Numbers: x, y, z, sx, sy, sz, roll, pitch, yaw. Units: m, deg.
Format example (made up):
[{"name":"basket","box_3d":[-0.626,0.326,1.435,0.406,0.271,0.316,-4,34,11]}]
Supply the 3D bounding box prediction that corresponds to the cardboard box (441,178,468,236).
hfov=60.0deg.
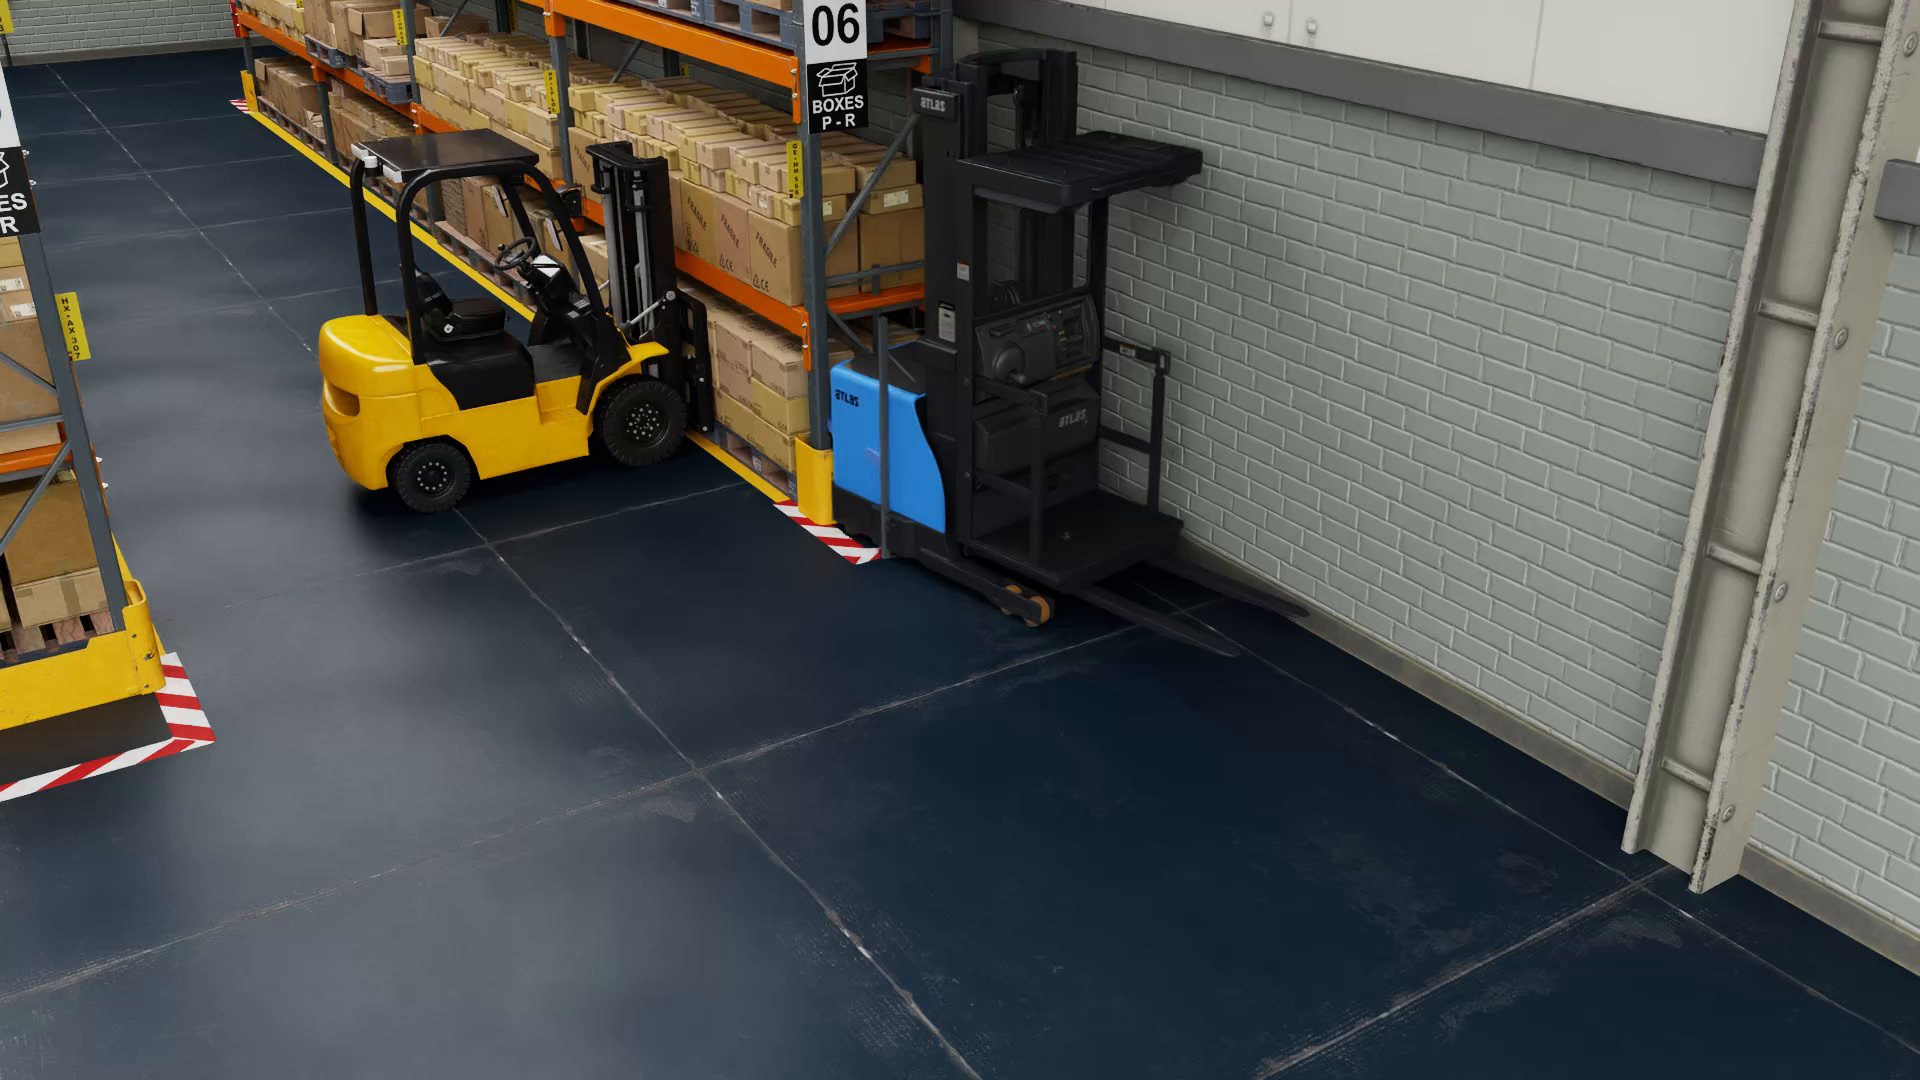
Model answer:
[{"name":"cardboard box","box_3d":[-4.530,-3.396,16.220,0.875,0.625,0.625,-15,29,-28]}]

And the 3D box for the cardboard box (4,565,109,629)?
[{"name":"cardboard box","box_3d":[-4.857,0.214,9.012,0.500,0.250,0.500,-16,30,-30]}]

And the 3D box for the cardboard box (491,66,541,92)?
[{"name":"cardboard box","box_3d":[-3.770,-3.935,14.194,0.380,0.149,0.250,-15,29,-29]}]

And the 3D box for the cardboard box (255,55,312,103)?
[{"name":"cardboard box","box_3d":[-8.972,-6.188,22.276,0.797,0.503,0.637,-17,30,-32]}]

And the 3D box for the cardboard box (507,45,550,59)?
[{"name":"cardboard box","box_3d":[-3.915,-4.418,15.218,0.380,0.149,0.250,-16,29,-30]}]

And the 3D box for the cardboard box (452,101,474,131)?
[{"name":"cardboard box","box_3d":[-4.264,-3.859,15.086,0.500,0.250,0.500,-17,30,-31]}]

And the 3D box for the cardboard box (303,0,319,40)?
[{"name":"cardboard box","box_3d":[-6.966,-5.947,18.724,0.700,0.500,0.500,-15,29,-28]}]

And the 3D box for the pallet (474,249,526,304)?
[{"name":"pallet","box_3d":[-3.781,-2.506,15.310,1.003,0.211,1.213,-16,29,-30]}]

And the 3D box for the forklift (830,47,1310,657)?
[{"name":"forklift","box_3d":[0.586,-1.094,9.135,1.130,2.935,3.031,-22,33,-39]}]

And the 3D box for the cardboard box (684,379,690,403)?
[{"name":"cardboard box","box_3d":[-1.845,-1.227,12.065,0.500,0.250,0.500,-15,29,-28]}]

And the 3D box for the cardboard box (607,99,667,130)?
[{"name":"cardboard box","box_3d":[-2.330,-3.088,12.051,0.380,0.149,0.250,-15,29,-28]}]

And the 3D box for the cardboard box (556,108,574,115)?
[{"name":"cardboard box","box_3d":[-3.048,-3.484,13.240,0.380,0.149,0.250,-14,29,-28]}]

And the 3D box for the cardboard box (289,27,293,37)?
[{"name":"cardboard box","box_3d":[-7.871,-6.154,20.066,0.380,0.149,0.250,-15,29,-28]}]

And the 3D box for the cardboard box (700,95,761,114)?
[{"name":"cardboard box","box_3d":[-1.676,-3.141,12.165,0.380,0.149,0.250,-16,30,-30]}]

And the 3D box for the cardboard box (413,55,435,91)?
[{"name":"cardboard box","box_3d":[-4.843,-4.443,15.738,0.500,0.250,0.500,-16,29,-30]}]

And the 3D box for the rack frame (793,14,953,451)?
[{"name":"rack frame","box_3d":[-0.492,-1.645,10.220,1.000,3.000,0.127,-16,29,-30]}]

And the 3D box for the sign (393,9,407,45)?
[{"name":"sign","box_3d":[-5.309,-4.864,15.776,0.100,0.325,0.005,-16,29,-30]}]

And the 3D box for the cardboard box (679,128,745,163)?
[{"name":"cardboard box","box_3d":[-1.645,-2.630,11.082,0.380,0.149,0.250,-15,29,-29]}]

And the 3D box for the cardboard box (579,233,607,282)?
[{"name":"cardboard box","box_3d":[-2.674,-2.228,13.013,0.500,0.250,0.500,-16,30,-30]}]

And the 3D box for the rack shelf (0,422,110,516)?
[{"name":"rack shelf","box_3d":[-5.741,-0.877,9.436,1.077,0.370,4.000,-16,29,-30]}]

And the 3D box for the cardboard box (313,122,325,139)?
[{"name":"cardboard box","box_3d":[-7.593,-4.968,20.108,0.380,0.149,0.250,-17,30,-31]}]

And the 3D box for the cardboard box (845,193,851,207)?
[{"name":"cardboard box","box_3d":[-0.648,-2.238,10.601,0.380,0.149,0.250,-16,29,-30]}]

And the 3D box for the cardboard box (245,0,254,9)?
[{"name":"cardboard box","box_3d":[-8.929,-7.029,21.453,0.500,0.250,0.500,-15,29,-29]}]

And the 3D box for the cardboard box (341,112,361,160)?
[{"name":"cardboard box","box_3d":[-6.668,-4.583,18.880,0.500,0.500,0.500,-16,30,-30]}]

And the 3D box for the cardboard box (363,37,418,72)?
[{"name":"cardboard box","box_3d":[-5.706,-4.930,16.864,0.500,0.250,0.500,-17,30,-32]}]

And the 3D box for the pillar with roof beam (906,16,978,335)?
[{"name":"pillar with roof beam","box_3d":[-3.724,-3.813,7.787,9.100,9.000,0.400,-16,29,-30]}]

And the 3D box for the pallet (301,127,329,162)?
[{"name":"pallet","box_3d":[-7.417,-4.922,20.428,1.003,0.211,1.213,-16,29,-30]}]

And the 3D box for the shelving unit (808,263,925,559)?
[{"name":"shelving unit","box_3d":[-0.487,-0.808,10.199,0.538,1.500,1.048,-13,28,-26]}]

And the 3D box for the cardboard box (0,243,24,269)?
[{"name":"cardboard box","box_3d":[-5.240,-1.267,8.954,0.500,0.500,0.500,-16,30,-31]}]

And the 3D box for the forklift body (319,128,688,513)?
[{"name":"forklift body","box_3d":[-3.056,-1.514,10.938,2.313,2.155,1.214,-16,29,-30]}]

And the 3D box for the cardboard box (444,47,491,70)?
[{"name":"cardboard box","box_3d":[-4.470,-4.390,15.159,0.380,0.149,0.250,-15,29,-29]}]

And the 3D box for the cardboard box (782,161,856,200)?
[{"name":"cardboard box","box_3d":[-0.864,-2.197,10.164,0.380,0.149,0.250,-15,29,-29]}]

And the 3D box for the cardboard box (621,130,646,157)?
[{"name":"cardboard box","box_3d":[-2.199,-2.860,11.918,0.380,0.149,0.250,-16,30,-30]}]

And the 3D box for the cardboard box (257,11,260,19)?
[{"name":"cardboard box","box_3d":[-8.840,-6.802,21.438,0.380,0.149,0.250,-15,29,-28]}]

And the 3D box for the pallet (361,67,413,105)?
[{"name":"pallet","box_3d":[-5.288,-4.645,16.801,1.213,0.211,1.003,-16,29,-30]}]

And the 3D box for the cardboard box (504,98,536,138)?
[{"name":"cardboard box","box_3d":[-3.445,-3.532,13.808,0.500,0.250,0.500,-16,30,-31]}]

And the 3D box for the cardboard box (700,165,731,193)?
[{"name":"cardboard box","box_3d":[-1.482,-2.409,10.963,0.380,0.149,0.250,-17,30,-31]}]

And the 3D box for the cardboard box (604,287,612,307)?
[{"name":"cardboard box","box_3d":[-2.394,-1.823,12.742,0.500,0.250,0.500,-16,29,-30]}]

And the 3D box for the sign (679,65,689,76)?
[{"name":"sign","box_3d":[-2.211,-3.633,13.324,0.100,0.325,0.005,-16,29,-30]}]

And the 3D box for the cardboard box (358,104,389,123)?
[{"name":"cardboard box","box_3d":[-6.438,-4.736,18.445,0.380,0.149,0.250,-16,29,-30]}]

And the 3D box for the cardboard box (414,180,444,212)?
[{"name":"cardboard box","box_3d":[-5.270,-3.667,16.940,0.500,0.500,0.500,-15,29,-28]}]

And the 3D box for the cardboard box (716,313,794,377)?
[{"name":"cardboard box","box_3d":[-1.288,-1.317,11.083,0.500,0.250,0.500,-15,29,-29]}]

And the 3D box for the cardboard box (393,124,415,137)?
[{"name":"cardboard box","box_3d":[-5.729,-4.276,17.471,0.380,0.149,0.250,-15,29,-28]}]

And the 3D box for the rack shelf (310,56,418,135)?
[{"name":"rack shelf","box_3d":[-5.951,-4.896,17.950,1.077,0.370,4.000,-16,29,-30]}]

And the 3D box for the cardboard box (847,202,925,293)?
[{"name":"cardboard box","box_3d":[-0.530,-1.932,10.711,0.500,0.500,0.500,-14,29,-28]}]

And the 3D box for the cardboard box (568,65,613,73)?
[{"name":"cardboard box","box_3d":[-3.197,-3.969,14.267,0.380,0.149,0.250,-16,29,-30]}]

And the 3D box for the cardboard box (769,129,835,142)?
[{"name":"cardboard box","box_3d":[-1.054,-2.661,11.147,0.380,0.149,0.250,-15,29,-28]}]

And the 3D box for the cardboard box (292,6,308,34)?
[{"name":"cardboard box","box_3d":[-7.525,-6.129,19.546,0.500,0.250,0.500,-15,29,-28]}]

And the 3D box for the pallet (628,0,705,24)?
[{"name":"pallet","box_3d":[-1.526,-3.657,11.073,1.003,0.211,1.213,-16,29,-30]}]
